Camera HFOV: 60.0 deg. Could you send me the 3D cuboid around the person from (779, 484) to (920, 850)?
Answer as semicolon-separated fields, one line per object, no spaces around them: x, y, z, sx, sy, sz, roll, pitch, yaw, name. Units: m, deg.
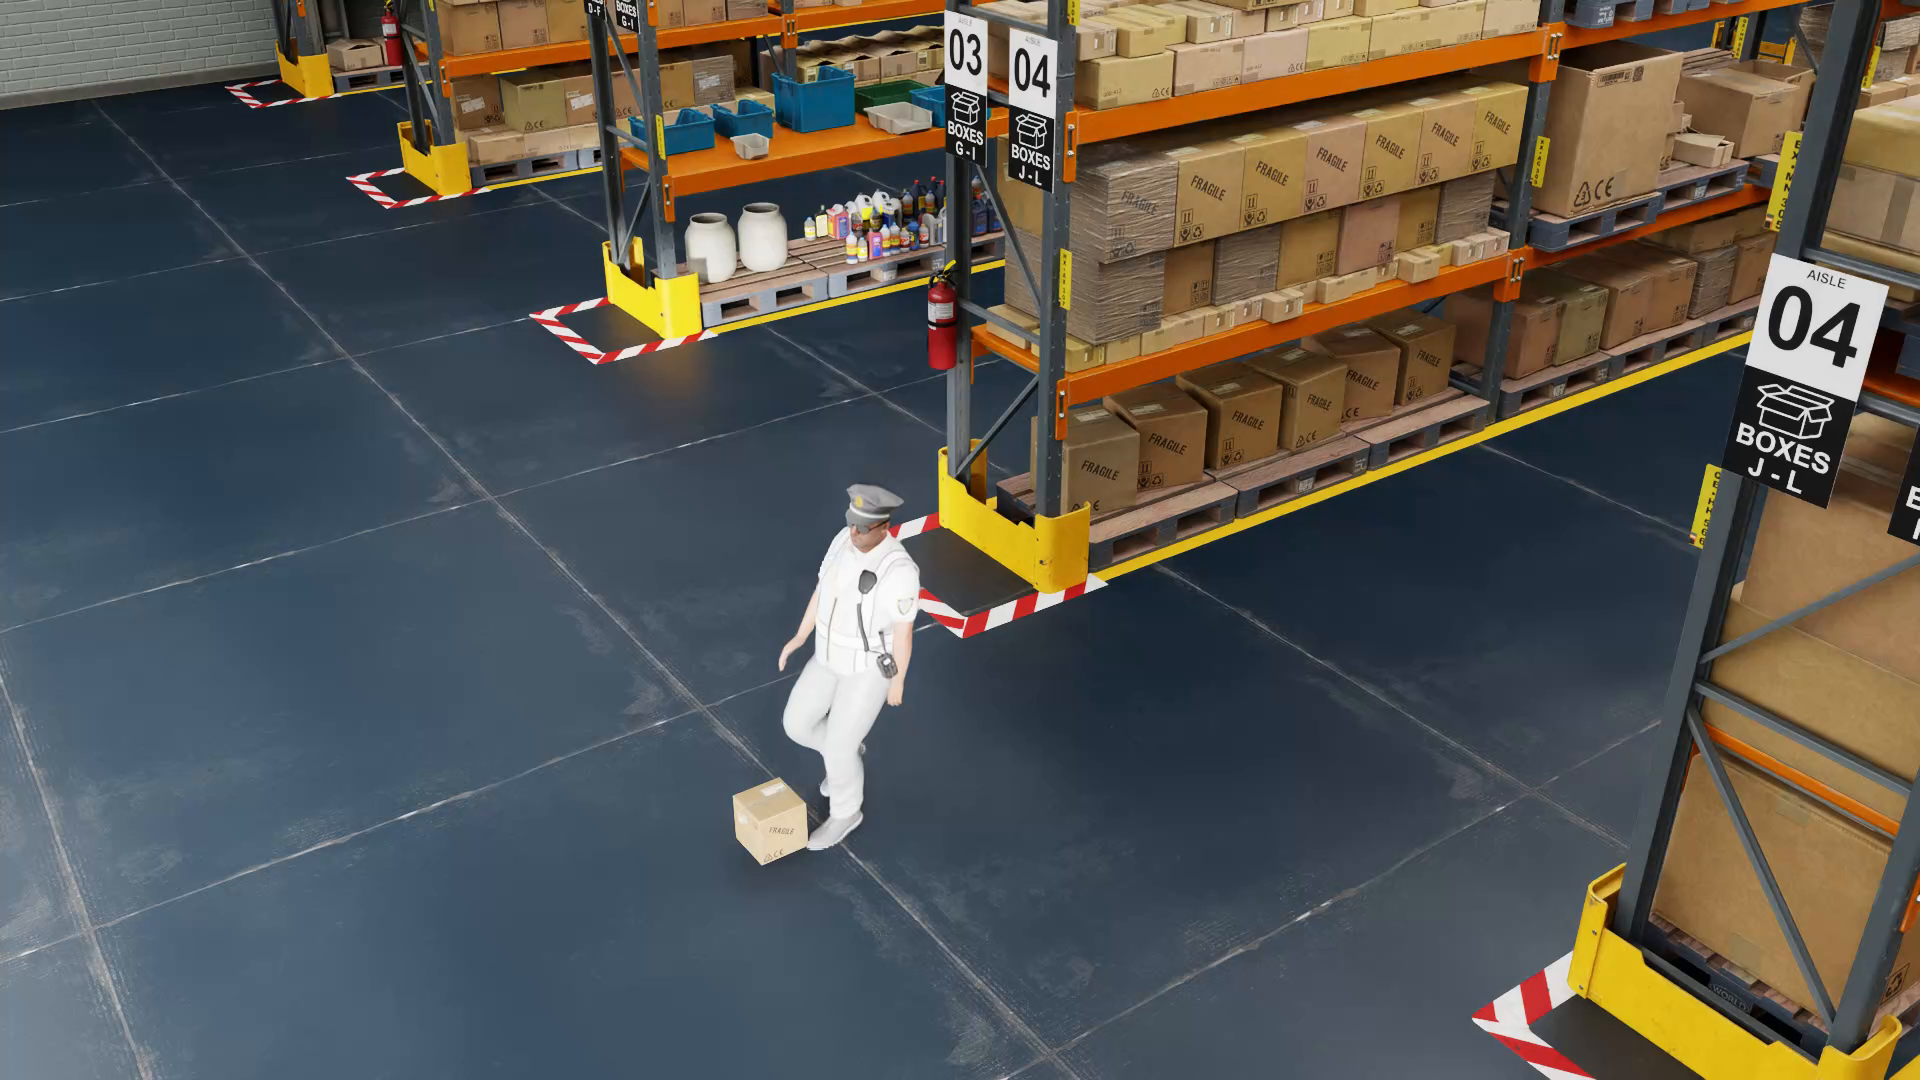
-0.543;0.568;7.627;0.624;1.723;0.566;-25;37;-38;person
